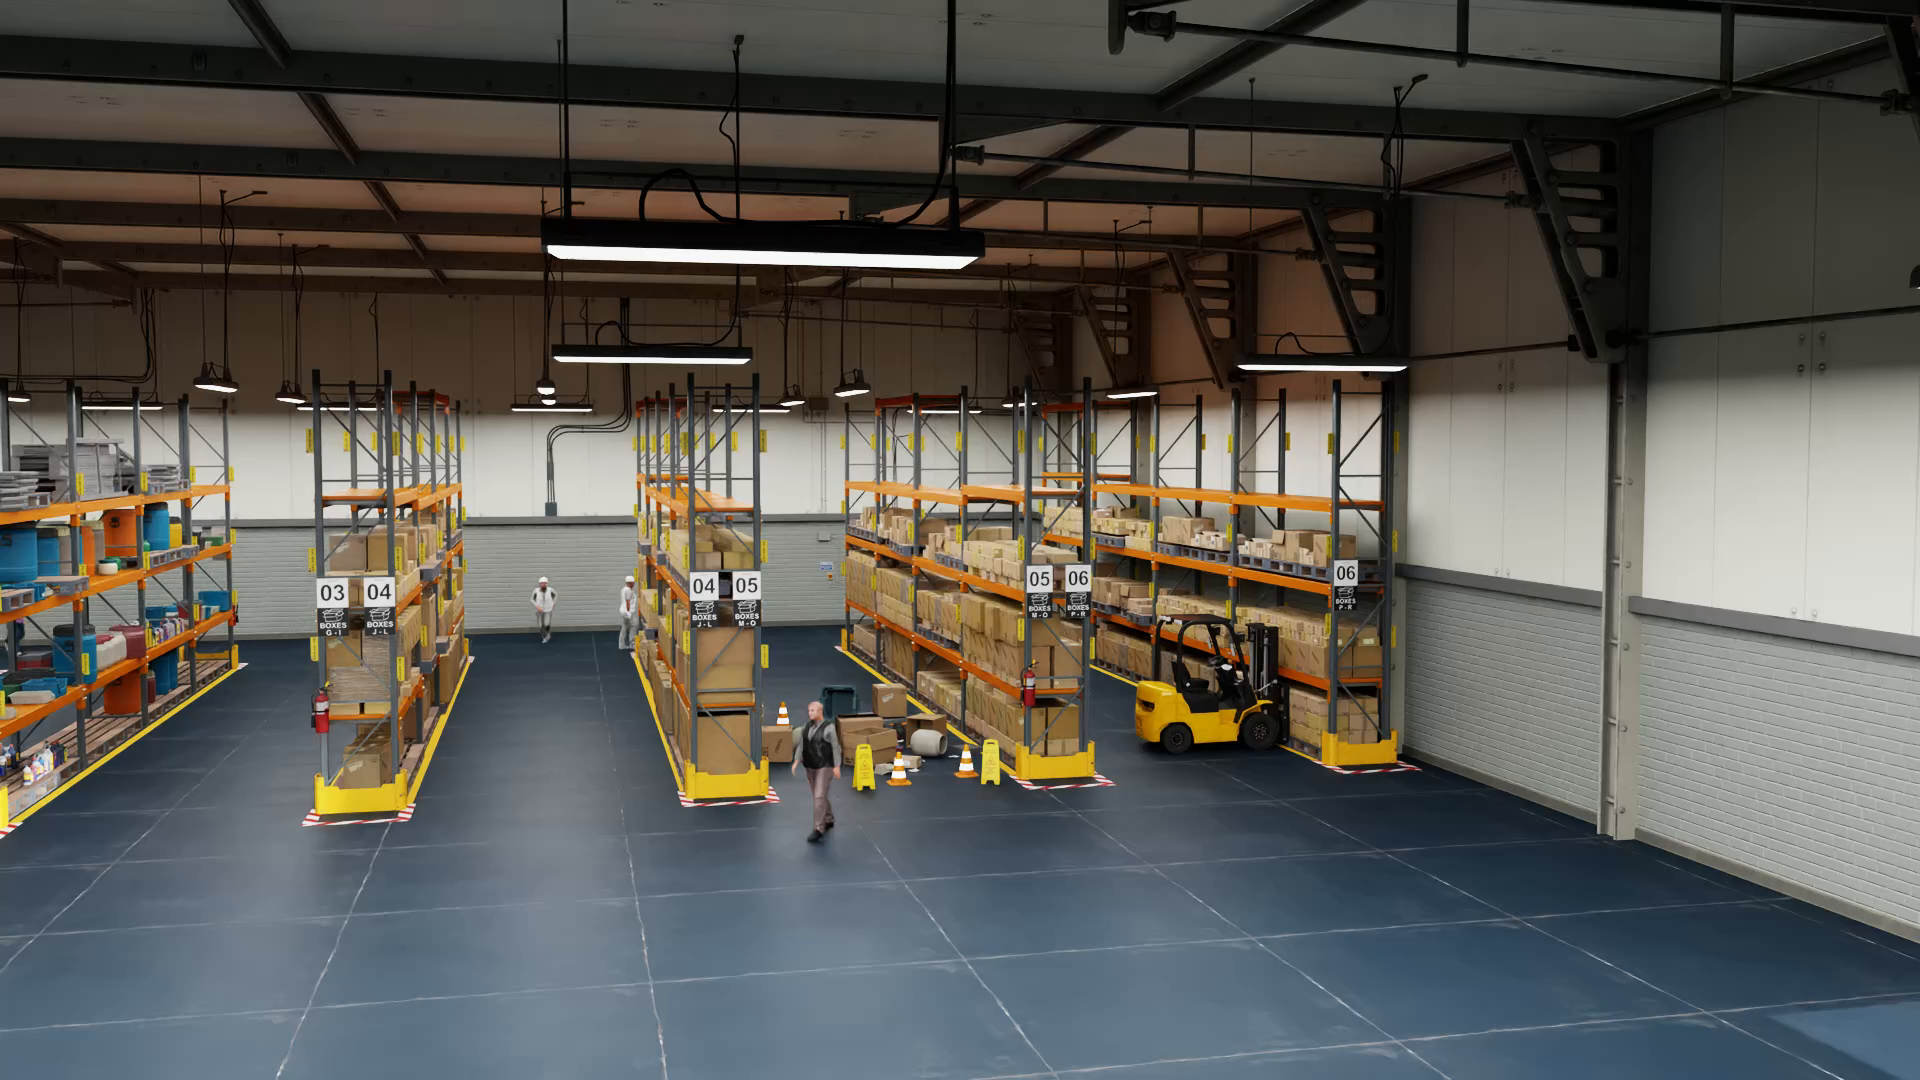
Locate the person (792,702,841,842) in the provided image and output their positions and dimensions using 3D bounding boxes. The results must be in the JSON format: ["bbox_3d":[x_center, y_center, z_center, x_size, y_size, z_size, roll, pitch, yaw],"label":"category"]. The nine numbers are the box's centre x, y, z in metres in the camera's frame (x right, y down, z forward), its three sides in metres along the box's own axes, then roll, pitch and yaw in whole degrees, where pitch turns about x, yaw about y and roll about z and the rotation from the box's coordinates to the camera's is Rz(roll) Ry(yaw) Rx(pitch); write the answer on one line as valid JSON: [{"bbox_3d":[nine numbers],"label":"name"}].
[{"bbox_3d":[-1.823,2.913,21.172,0.629,1.695,0.838,3,4,40],"label":"person"}]

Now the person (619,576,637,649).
[{"bbox_3d":[-8.030,1.786,40.432,0.530,1.818,0.625,-2,4,-27],"label":"person"}]

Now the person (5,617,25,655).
[{"bbox_3d":[-22.295,1.941,39.221,0.717,1.570,0.422,1,4,21],"label":"person"}]

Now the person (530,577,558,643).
[{"bbox_3d":[-10.430,1.753,41.742,0.649,1.682,0.724,0,3,-5],"label":"person"}]
